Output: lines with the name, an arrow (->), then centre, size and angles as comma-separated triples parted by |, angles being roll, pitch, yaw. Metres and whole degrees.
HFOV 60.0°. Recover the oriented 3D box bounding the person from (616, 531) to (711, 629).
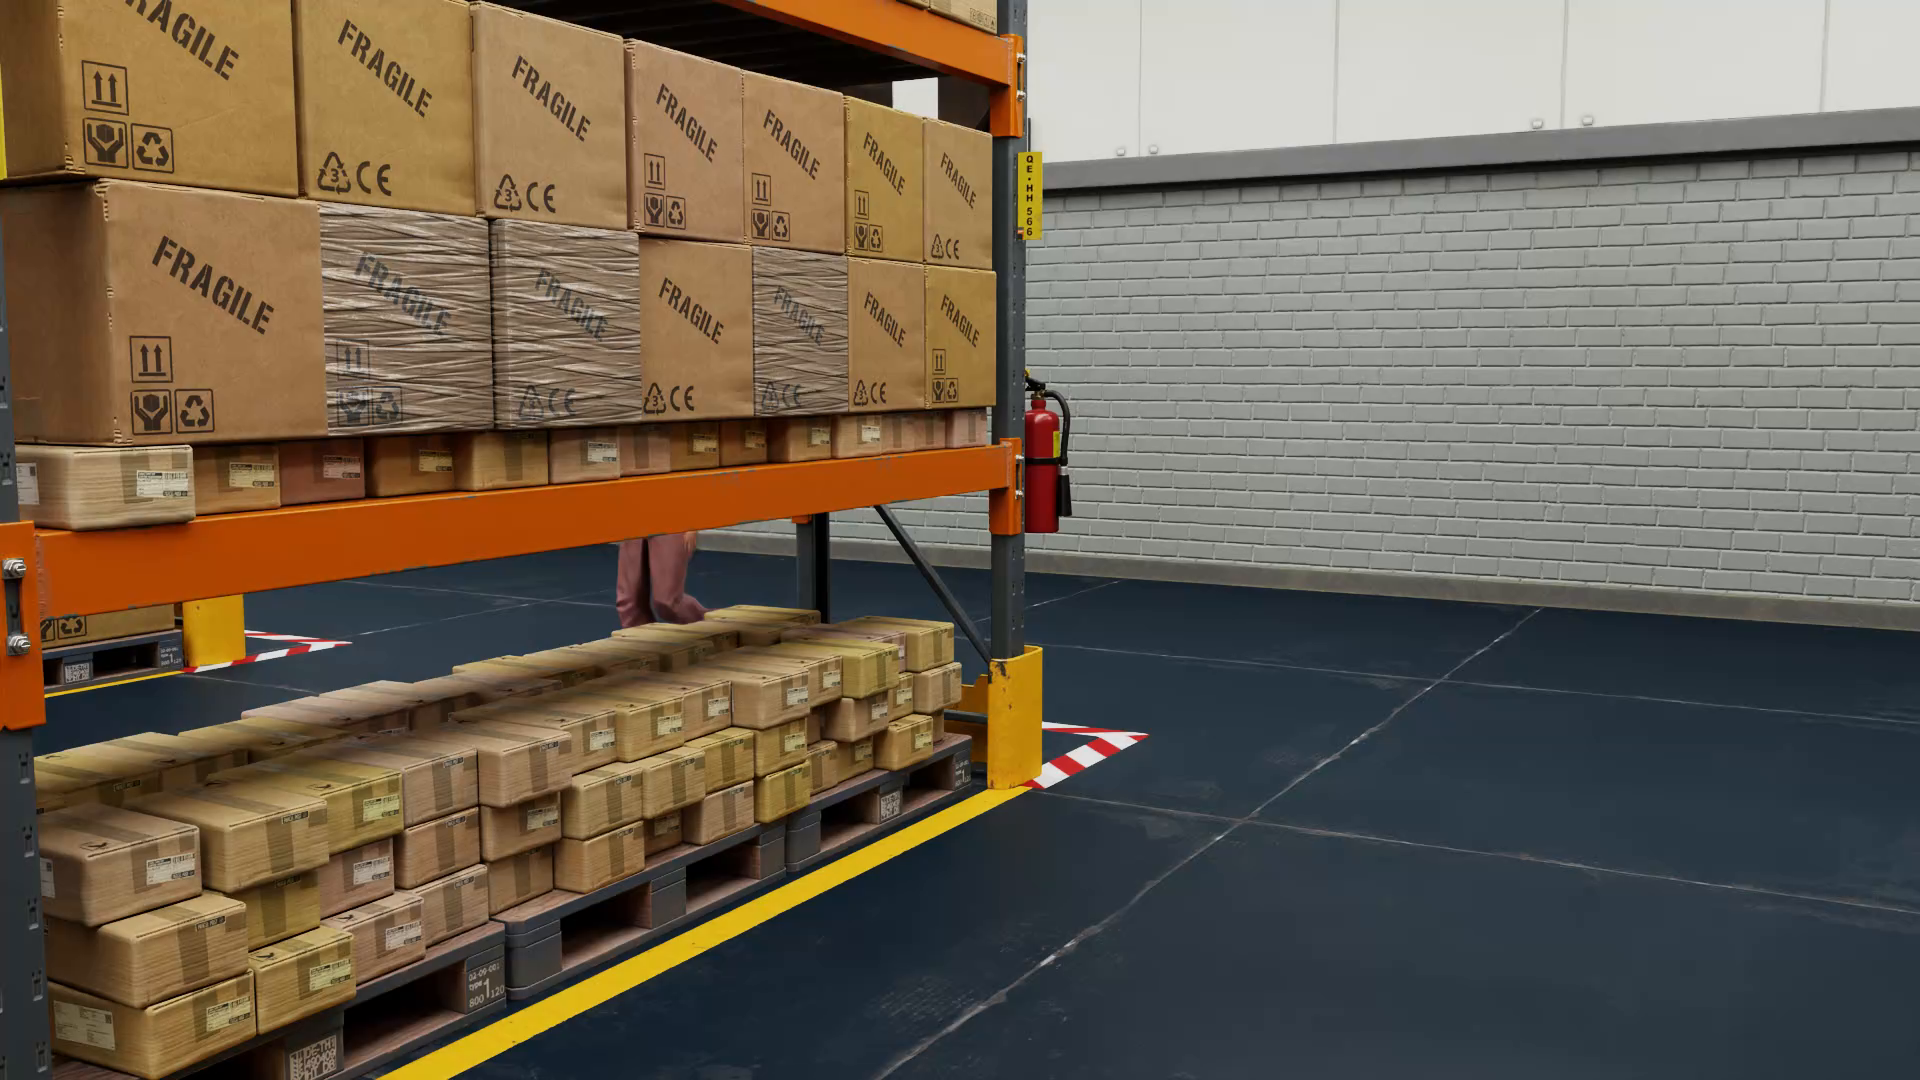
person -> -1.393, -0.072, 7.856 | 0.442, 1.658, 0.658 | 4, 7, 31
